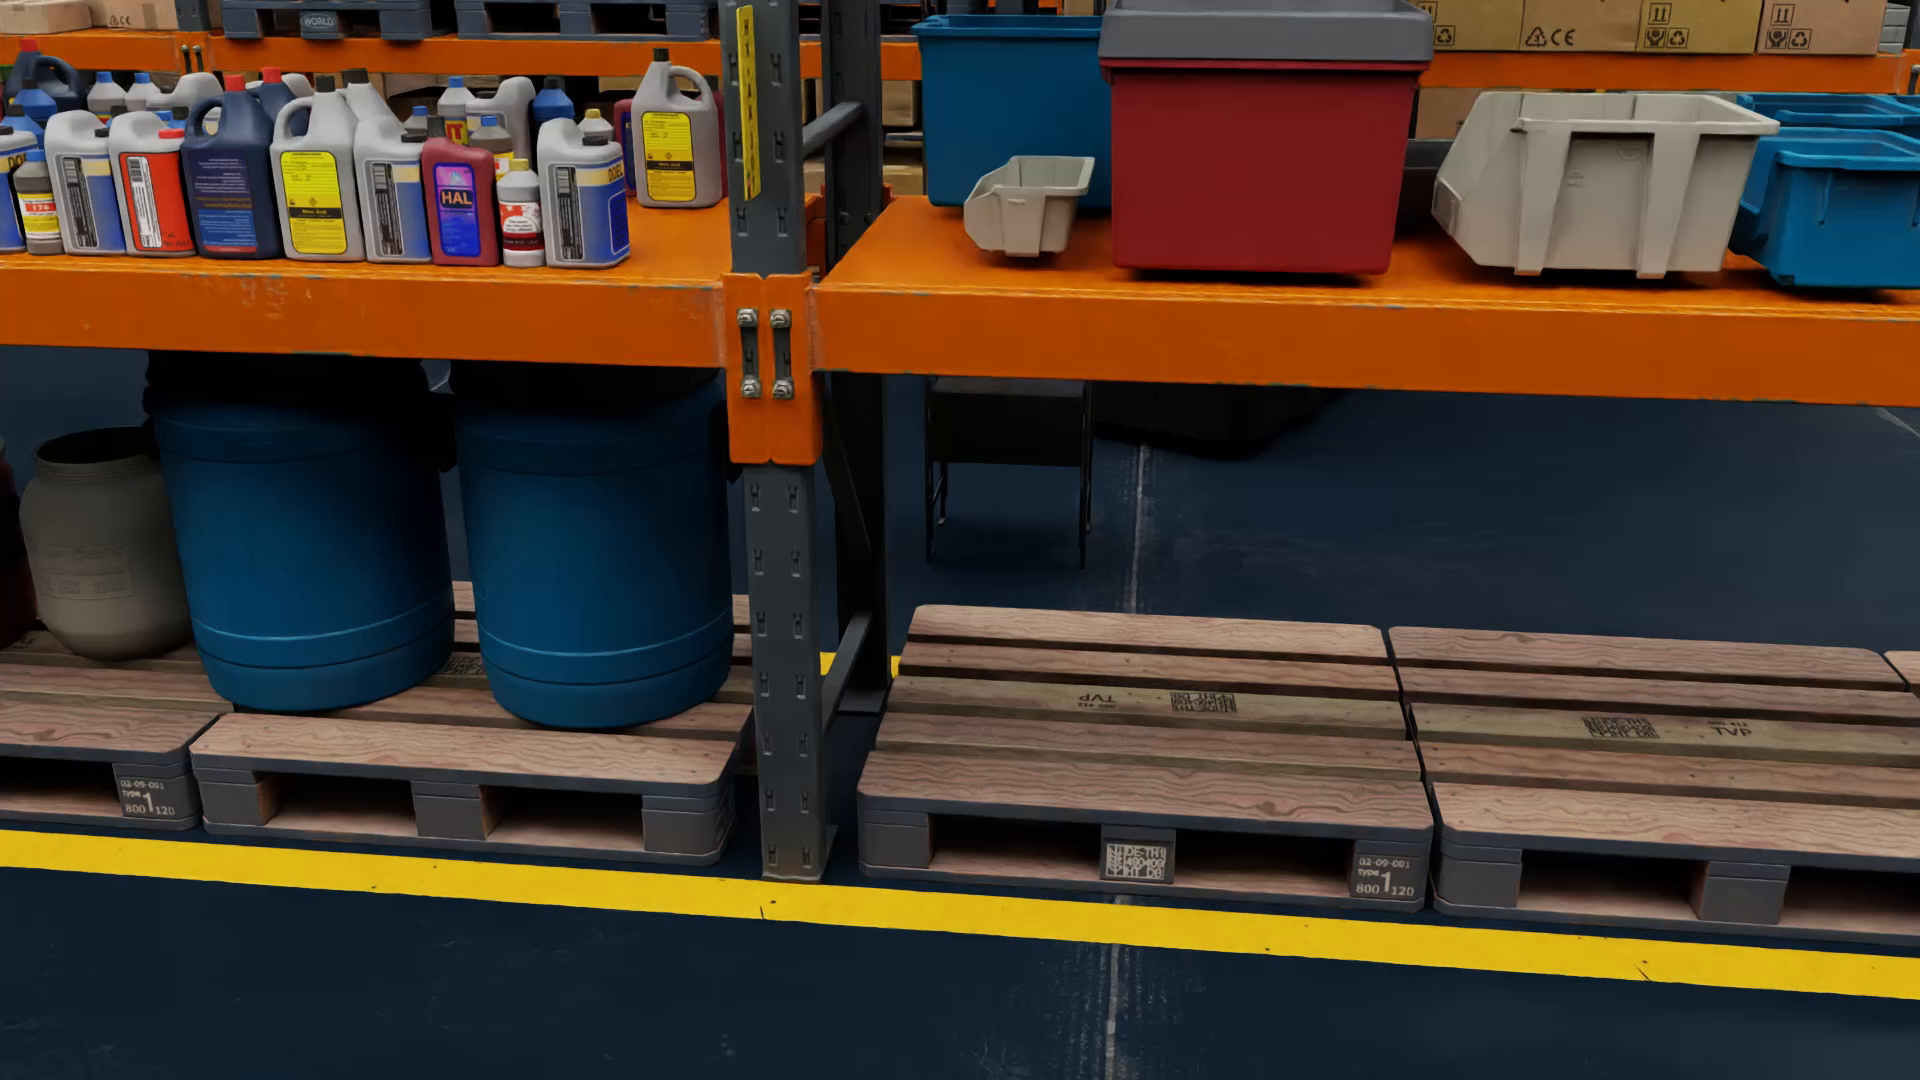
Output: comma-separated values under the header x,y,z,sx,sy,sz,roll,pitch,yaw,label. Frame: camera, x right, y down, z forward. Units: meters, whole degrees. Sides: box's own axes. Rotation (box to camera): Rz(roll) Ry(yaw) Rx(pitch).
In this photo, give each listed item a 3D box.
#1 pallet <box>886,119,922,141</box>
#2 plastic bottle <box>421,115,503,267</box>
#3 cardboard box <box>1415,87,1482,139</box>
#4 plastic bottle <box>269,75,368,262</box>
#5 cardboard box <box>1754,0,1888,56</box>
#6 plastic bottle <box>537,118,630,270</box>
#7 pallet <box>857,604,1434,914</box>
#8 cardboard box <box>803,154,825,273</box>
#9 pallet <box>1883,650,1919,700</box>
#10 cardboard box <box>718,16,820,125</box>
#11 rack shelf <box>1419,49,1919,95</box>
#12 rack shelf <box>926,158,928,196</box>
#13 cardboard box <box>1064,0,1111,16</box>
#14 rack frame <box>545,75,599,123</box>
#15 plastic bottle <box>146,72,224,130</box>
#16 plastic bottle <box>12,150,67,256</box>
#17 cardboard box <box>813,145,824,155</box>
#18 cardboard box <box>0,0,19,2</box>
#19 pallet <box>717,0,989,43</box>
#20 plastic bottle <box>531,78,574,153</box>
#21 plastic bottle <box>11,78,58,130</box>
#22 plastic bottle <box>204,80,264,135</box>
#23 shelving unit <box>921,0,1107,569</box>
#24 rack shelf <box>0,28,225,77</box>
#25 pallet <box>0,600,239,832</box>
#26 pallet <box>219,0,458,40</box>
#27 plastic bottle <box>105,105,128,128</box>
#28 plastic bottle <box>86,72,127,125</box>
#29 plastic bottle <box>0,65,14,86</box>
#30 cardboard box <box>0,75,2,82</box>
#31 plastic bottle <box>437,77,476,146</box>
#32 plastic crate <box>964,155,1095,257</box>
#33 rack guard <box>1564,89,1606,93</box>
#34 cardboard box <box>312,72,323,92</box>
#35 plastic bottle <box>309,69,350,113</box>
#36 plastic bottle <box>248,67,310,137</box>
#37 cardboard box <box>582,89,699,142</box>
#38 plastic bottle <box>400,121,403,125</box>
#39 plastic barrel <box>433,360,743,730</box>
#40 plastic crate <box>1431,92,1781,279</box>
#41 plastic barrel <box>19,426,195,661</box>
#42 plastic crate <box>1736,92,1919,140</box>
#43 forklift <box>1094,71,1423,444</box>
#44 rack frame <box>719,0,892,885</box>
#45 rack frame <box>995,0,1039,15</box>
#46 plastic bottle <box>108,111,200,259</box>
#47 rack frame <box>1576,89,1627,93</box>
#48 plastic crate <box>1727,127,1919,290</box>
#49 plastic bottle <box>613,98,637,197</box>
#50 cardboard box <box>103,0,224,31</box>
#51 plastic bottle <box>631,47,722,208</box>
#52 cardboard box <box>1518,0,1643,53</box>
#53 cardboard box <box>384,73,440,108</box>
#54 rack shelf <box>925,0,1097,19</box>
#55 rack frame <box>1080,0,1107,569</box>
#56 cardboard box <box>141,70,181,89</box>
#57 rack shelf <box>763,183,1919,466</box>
x,y,z,sx,sy,sz,roll,pitch,yaw,label
0.086,-3.165,13.160,1.213,0.211,1.003,2,22,6,pallet
-0.969,-0.677,3.232,0.133,0.283,0.061,2,22,6,plastic bottle
3.630,-3.332,12.616,0.500,0.500,0.700,2,22,6,cardboard box
-1.256,-0.737,3.290,0.185,0.351,0.144,2,22,6,plastic bottle
3.778,-2.441,7.398,0.500,0.500,0.500,3,22,8,cardboard box
-0.734,-0.681,3.250,0.135,0.276,0.152,2,22,6,plastic bottle
0.430,0.475,3.951,1.213,0.211,1.003,2,22,6,pallet
-0.732,-1.631,8.287,0.500,0.500,0.500,3,22,6,cardboard box
2.853,0.581,3.684,1.213,0.211,1.003,2,22,6,pallet
-1.527,-3.705,13.084,0.750,0.750,0.750,2,22,6,cardboard box
2.268,-2.227,7.970,4.000,0.370,1.077,2,22,6,rack shelf
0.164,-0.957,5.041,0.480,0.518,0.431,2,22,6,rack shelf
0.756,-2.573,7.731,0.500,0.500,0.500,3,22,8,cardboard box
-3.111,-4.629,13.070,0.127,3.000,1.000,2,22,6,rack frame
-1.869,-0.991,4.035,0.135,0.276,0.152,2,22,6,plastic bottle
-1.850,-0.684,3.361,0.097,0.201,0.097,0,22,0,plastic bottle
-0.701,-1.819,8.762,0.500,0.500,0.500,3,22,7,cardboard box
-4.963,-2.738,8.628,0.250,0.149,0.380,4,22,10,cardboard box
-0.499,-2.633,8.280,1.213,0.211,1.003,2,22,6,pallet
-0.964,-0.959,3.962,0.097,0.271,0.097,0,22,0,plastic bottle
-2.191,-0.959,3.962,0.097,0.271,0.097,0,22,0,plastic bottle
-1.657,-0.925,3.869,0.135,0.276,0.152,2,22,6,plastic bottle
0.164,-0.969,5.036,0.503,2.100,0.431,2,22,6,shelving unit
-5.676,-2.573,8.846,4.000,0.370,1.077,2,22,6,rack shelf
-2.281,0.357,4.250,1.213,0.211,1.003,2,22,6,pallet
-3.009,-2.728,8.521,1.003,0.211,1.213,2,22,6,pallet
-1.735,-0.768,3.478,0.097,0.271,0.097,0,22,0,plastic bottle
-2.078,-1.008,4.084,0.097,0.271,0.097,0,22,0,plastic bottle
-2.374,-1.033,4.132,0.133,0.283,0.061,2,22,6,plastic bottle
-8.118,-3.875,13.963,0.500,0.500,0.500,1,22,2,cardboard box
-1.195,-0.969,3.987,0.097,0.271,0.097,0,22,0,plastic bottle
0.141,-0.672,3.337,0.243,0.136,0.396,2,22,6,plastic crate
4.857,-3.120,12.651,0.348,0.500,1.175,2,22,6,rack guard
-5.329,-3.778,13.718,0.500,0.500,0.700,3,22,7,cardboard box
-1.500,-0.995,4.036,0.133,0.283,0.061,2,22,6,plastic bottle
-1.422,-0.797,3.444,0.185,0.351,0.144,2,22,6,plastic bottle
-1.661,-2.213,8.740,0.500,0.250,0.500,2,22,5,cardboard box
-1.388,-0.945,4.021,0.097,0.201,0.097,0,22,0,plastic bottle
-0.843,-0.089,3.867,0.708,0.901,0.600,2,22,6,plastic barrel
1.190,-0.679,3.156,0.530,0.282,0.437,2,22,6,plastic crate
-2.096,0.005,4.160,0.421,0.512,0.421,0,22,0,plastic barrel
1.856,-0.817,3.573,0.300,0.233,0.416,2,22,6,plastic crate
1.387,-2.211,7.045,1.130,2.935,3.031,12,25,29,forklift
-0.305,-0.839,3.483,0.127,3.000,1.000,2,22,6,rack frame
0.282,-2.648,8.057,0.127,3.000,1.000,2,22,6,rack frame
-1.598,-0.718,3.346,0.135,0.276,0.152,2,22,6,plastic bottle
4.834,-4.283,12.194,0.127,3.000,1.000,2,22,6,rack frame
1.598,-0.612,3.053,0.300,0.233,0.416,2,22,6,plastic crate
-0.751,-0.962,3.953,0.133,0.283,0.061,2,22,6,plastic bottle
-4.046,-2.811,8.591,0.500,0.311,0.500,4,22,10,cardboard box
-0.656,-0.952,3.834,0.185,0.351,0.144,2,22,6,plastic bottle
2.767,-2.486,7.512,0.500,0.500,0.500,3,22,7,cardboard box
-4.330,-3.748,13.643,0.500,0.500,0.700,2,22,6,cardboard box
0.164,-1.608,4.783,0.480,0.518,0.431,2,22,6,rack shelf
0.407,-0.959,5.009,0.015,2.100,0.400,2,22,6,rack frame
-6.350,-3.819,13.821,0.500,0.500,0.700,3,22,8,cardboard box
1.682,-0.418,3.396,4.000,0.370,1.077,2,22,6,rack shelf
